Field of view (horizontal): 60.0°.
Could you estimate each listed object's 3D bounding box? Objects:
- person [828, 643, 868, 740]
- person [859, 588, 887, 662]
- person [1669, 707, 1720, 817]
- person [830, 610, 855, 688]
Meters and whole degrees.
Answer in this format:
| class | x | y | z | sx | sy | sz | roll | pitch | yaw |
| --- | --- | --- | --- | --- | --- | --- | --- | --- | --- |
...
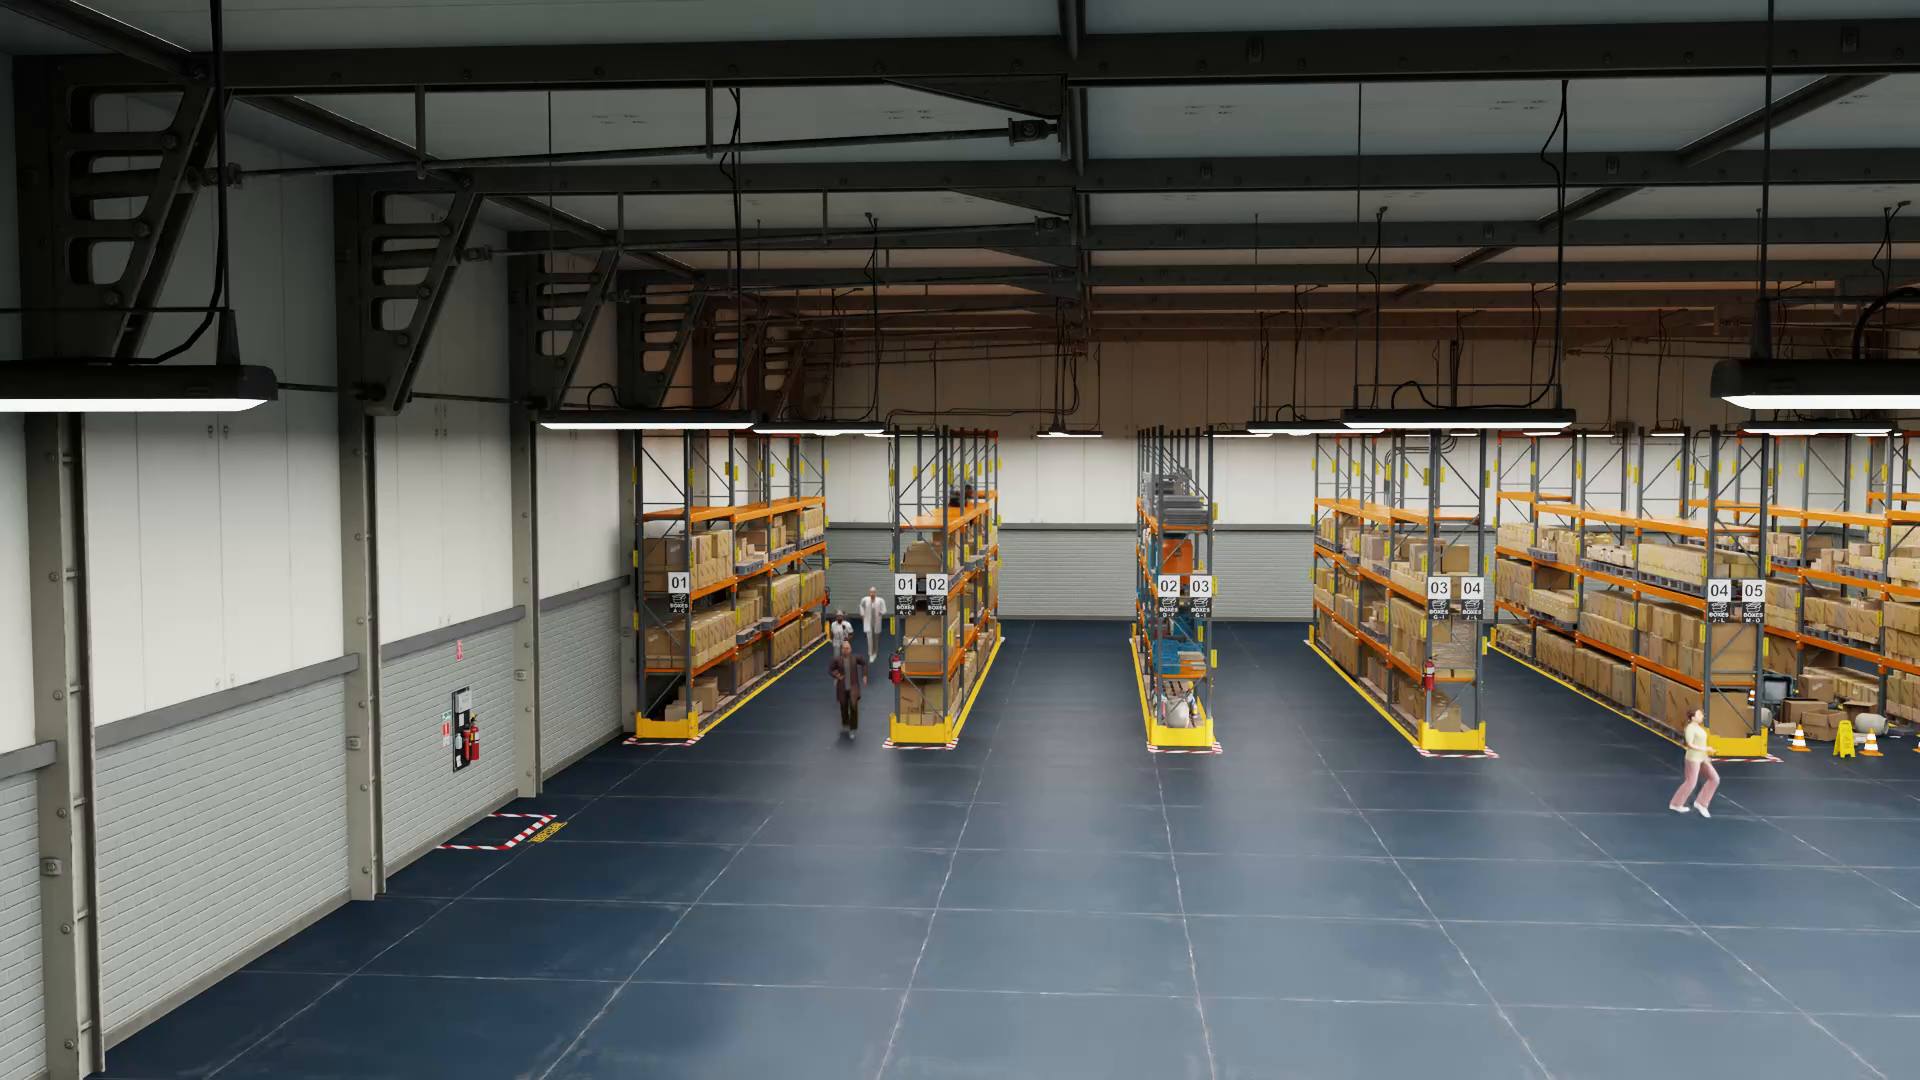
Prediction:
| class | x | y | z | sx | sy | sz | roll | pitch | yaw |
| --- | --- | --- | --- | --- | --- | --- | --- | --- | --- |
| person | -2.166 | 2.891 | 32.144 | 0.781 | 1.836 | 0.878 | 0 | 3 | 1 |
| person | -2.148 | 2.131 | 41.117 | 0.662 | 1.721 | 0.984 | 0 | 3 | -6 |
| person | 11.187 | 3.378 | 25.341 | 0.673 | 1.684 | 0.580 | 3 | 5 | 42 |
| person | -2.643 | 2.411 | 37.314 | 0.575 | 1.737 | 0.794 | 0 | 3 | 1 |
